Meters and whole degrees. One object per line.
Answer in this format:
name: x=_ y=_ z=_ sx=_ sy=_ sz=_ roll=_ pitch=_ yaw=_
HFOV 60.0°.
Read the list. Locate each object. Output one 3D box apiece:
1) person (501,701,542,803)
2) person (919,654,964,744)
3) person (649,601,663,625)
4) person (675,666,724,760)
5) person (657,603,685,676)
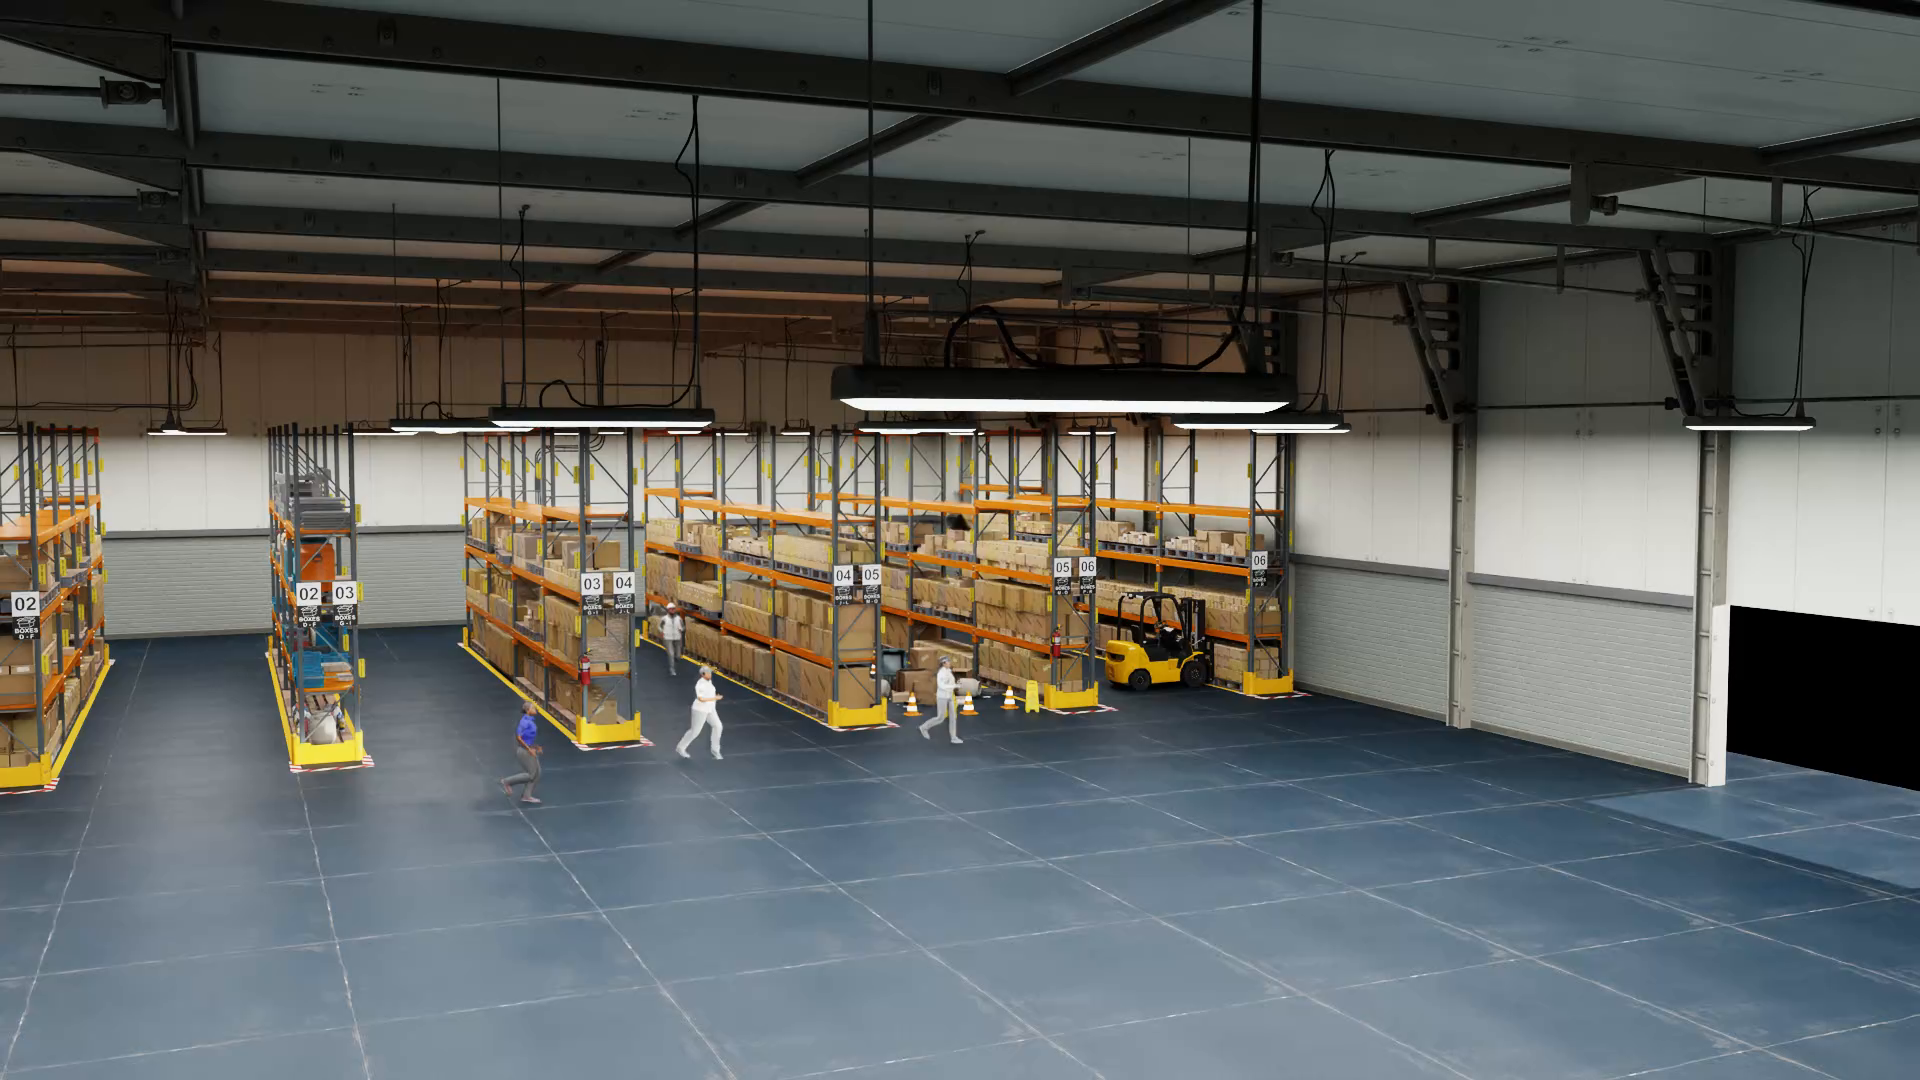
person: x=-6.890 y=3.335 z=26.125 sx=0.587 sy=1.612 sz=0.561 roll=0 pitch=3 yaw=-5
person: x=-0.323 y=2.962 z=31.126 sx=0.886 sy=1.675 sz=0.612 roll=1 pitch=4 yaw=22
person: x=-8.934 y=1.881 z=49.211 sx=0.672 sy=1.714 sz=0.843 roll=-1 pitch=4 yaw=-21
person: x=-4.612 y=3.094 z=29.655 sx=0.881 sy=1.705 sz=0.611 roll=1 pitch=4 yaw=17
person: x=-6.975 y=2.397 z=40.246 sx=0.668 sy=1.739 sz=0.767 roll=-2 pitch=4 yaw=-24
